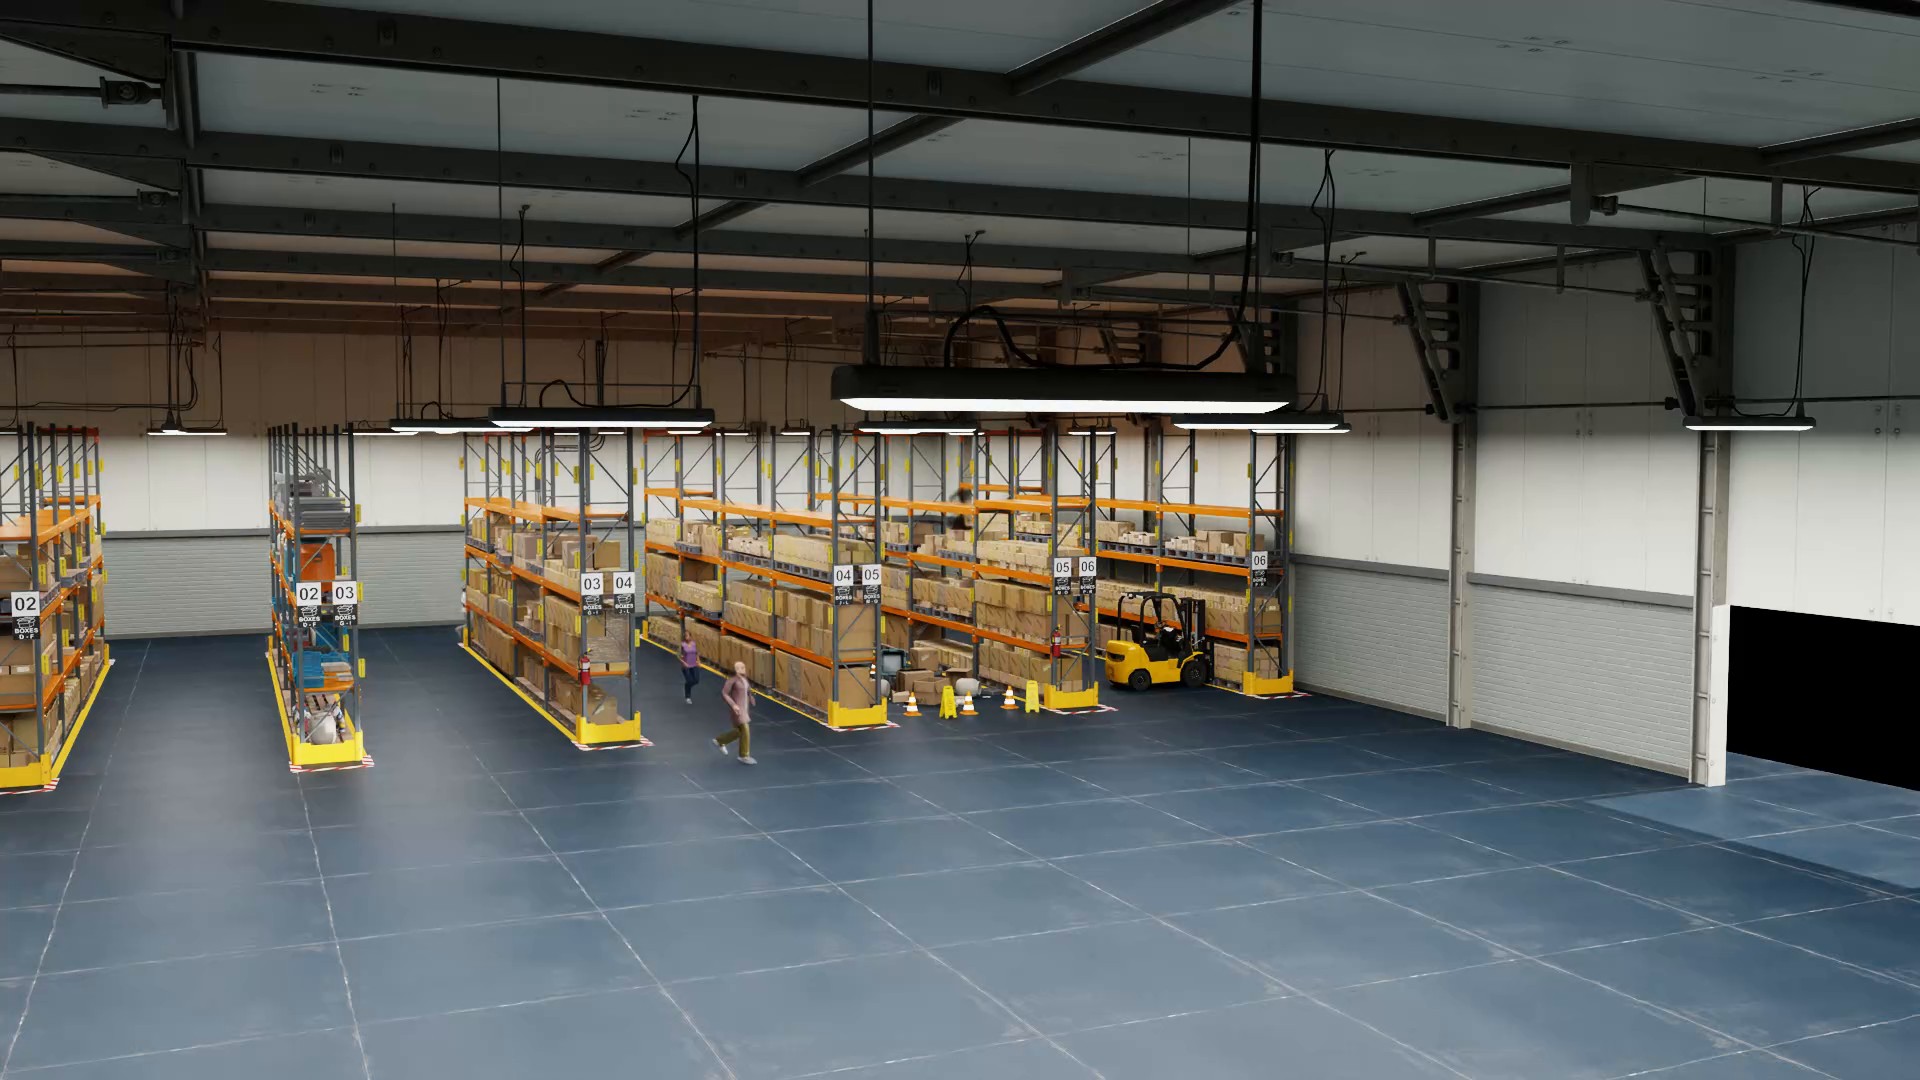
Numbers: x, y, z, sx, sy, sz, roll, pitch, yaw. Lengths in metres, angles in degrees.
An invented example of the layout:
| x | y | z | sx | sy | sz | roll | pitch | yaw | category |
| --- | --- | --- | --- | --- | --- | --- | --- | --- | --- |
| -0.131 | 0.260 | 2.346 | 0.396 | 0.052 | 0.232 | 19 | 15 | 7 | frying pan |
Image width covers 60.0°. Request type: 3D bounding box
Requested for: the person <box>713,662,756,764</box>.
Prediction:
| x | y | z | sx | sy | sz | roll | pitch | yaw | category |
| --- | --- | --- | --- | --- | --- | --- | --- | --- | --- |
| -3.990 | 3.038 | 29.460 | 0.894 | 1.794 | 0.709 | 1 | 4 | 20 | person |

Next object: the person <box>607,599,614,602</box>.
| x | y | z | sx | sy | sz | roll | pitch | yaw | category |
| --- | --- | --- | --- | --- | --- | --- | --- | --- | --- |
| -9.390 | 2.044 | 45.425 | 0.703 | 1.807 | 0.950 | -1 | 4 | -22 | person |

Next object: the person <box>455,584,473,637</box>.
| x | y | z | sx | sy | sz | roll | pitch | yaw | category |
| --- | --- | --- | --- | --- | --- | --- | --- | --- | --- |
| -13.936 | 2.033 | 46.902 | 0.611 | 1.654 | 0.575 | -1 | 4 | -17 | person |

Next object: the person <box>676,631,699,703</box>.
| x | y | z | sx | sy | sz | roll | pitch | yaw | category |
| --- | --- | --- | --- | --- | --- | --- | --- | --- | --- |
| -5.868 | 2.752 | 36.005 | 0.545 | 1.564 | 0.490 | -2 | 4 | -31 | person |
